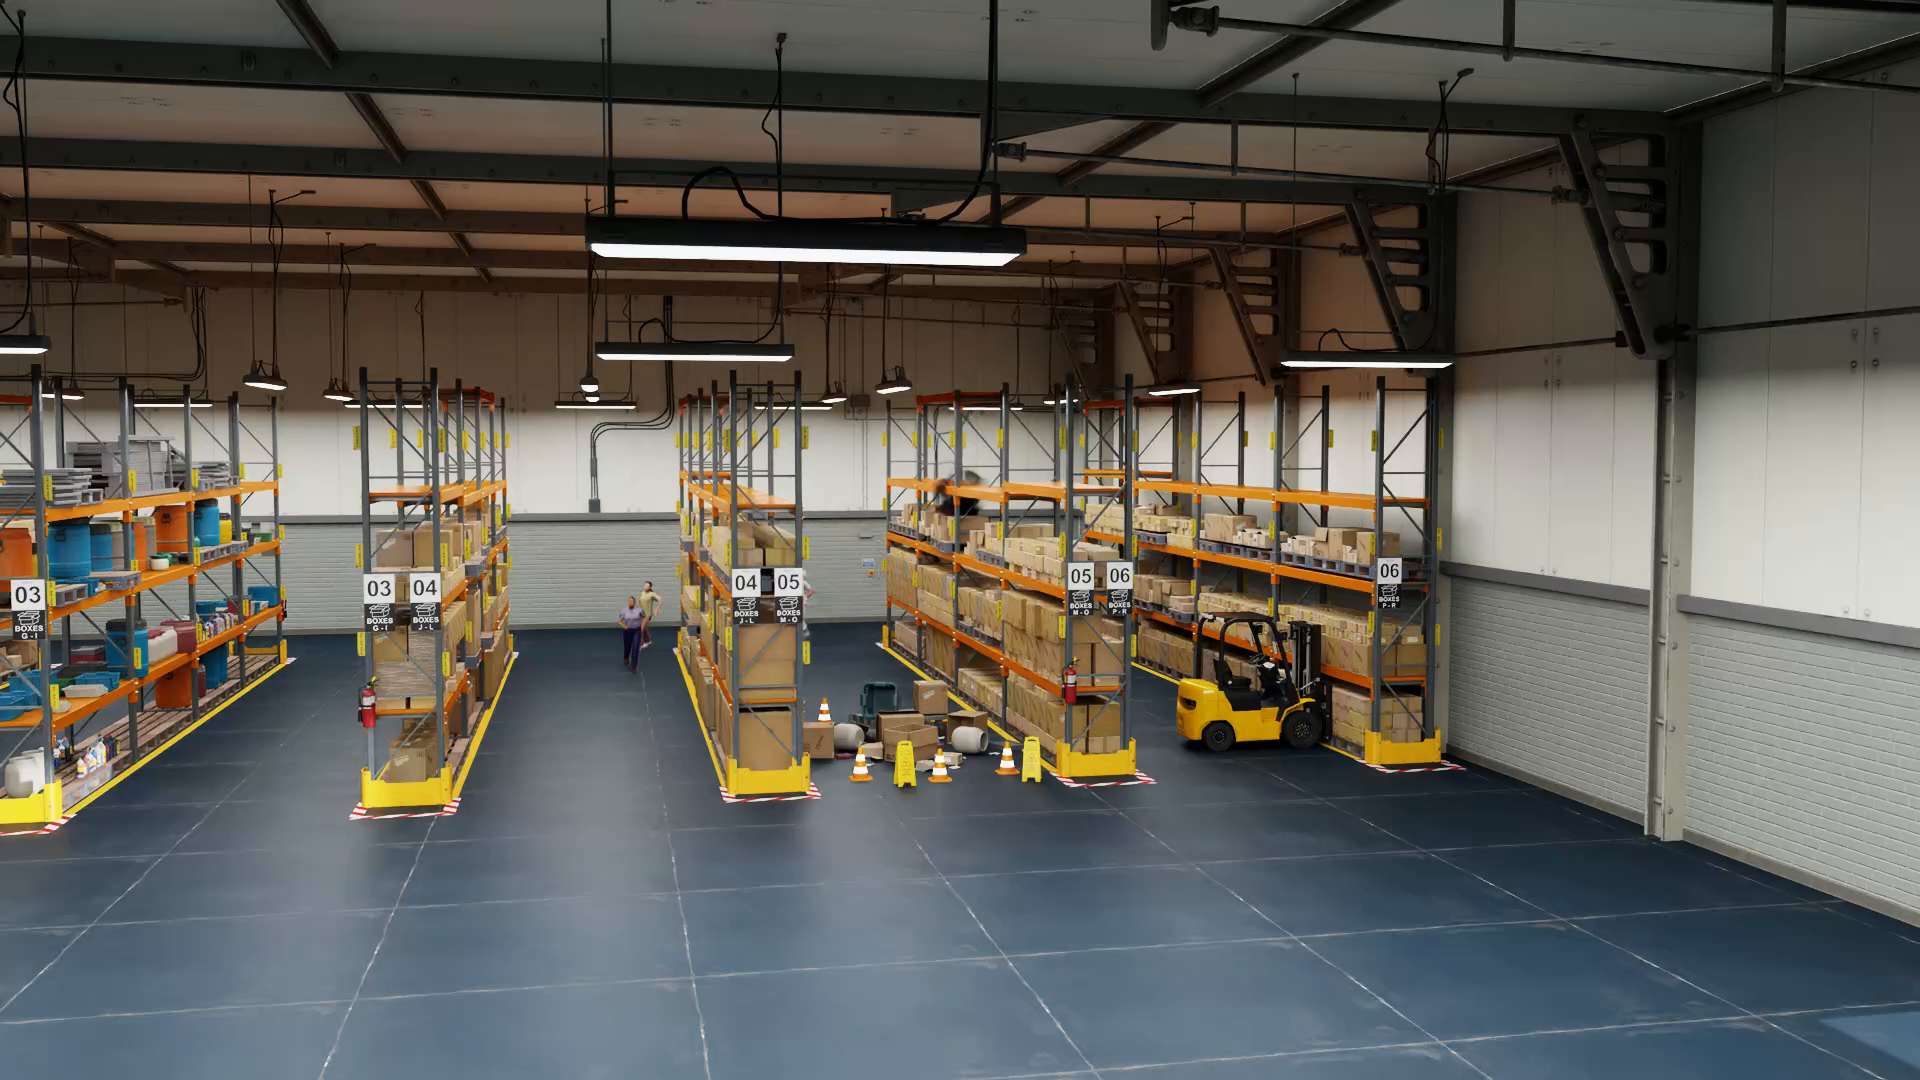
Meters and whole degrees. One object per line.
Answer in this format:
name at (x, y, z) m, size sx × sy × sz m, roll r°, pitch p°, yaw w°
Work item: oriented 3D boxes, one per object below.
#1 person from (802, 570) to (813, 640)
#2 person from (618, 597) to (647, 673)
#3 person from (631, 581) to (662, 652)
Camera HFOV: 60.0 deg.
person at (-4.040, 1.646, 41.395) m, size 0.705 × 1.824 × 0.632 m, roll -2°, pitch 4°, yaw -25°
person at (-7.124, 2.050, 36.217) m, size 0.615 × 1.647 × 0.828 m, roll -1°, pitch 3°, yaw -9°
person at (-7.454, 1.806, 39.558) m, size 0.634 × 1.678 × 0.851 m, roll 2°, pitch 4°, yaw 29°
